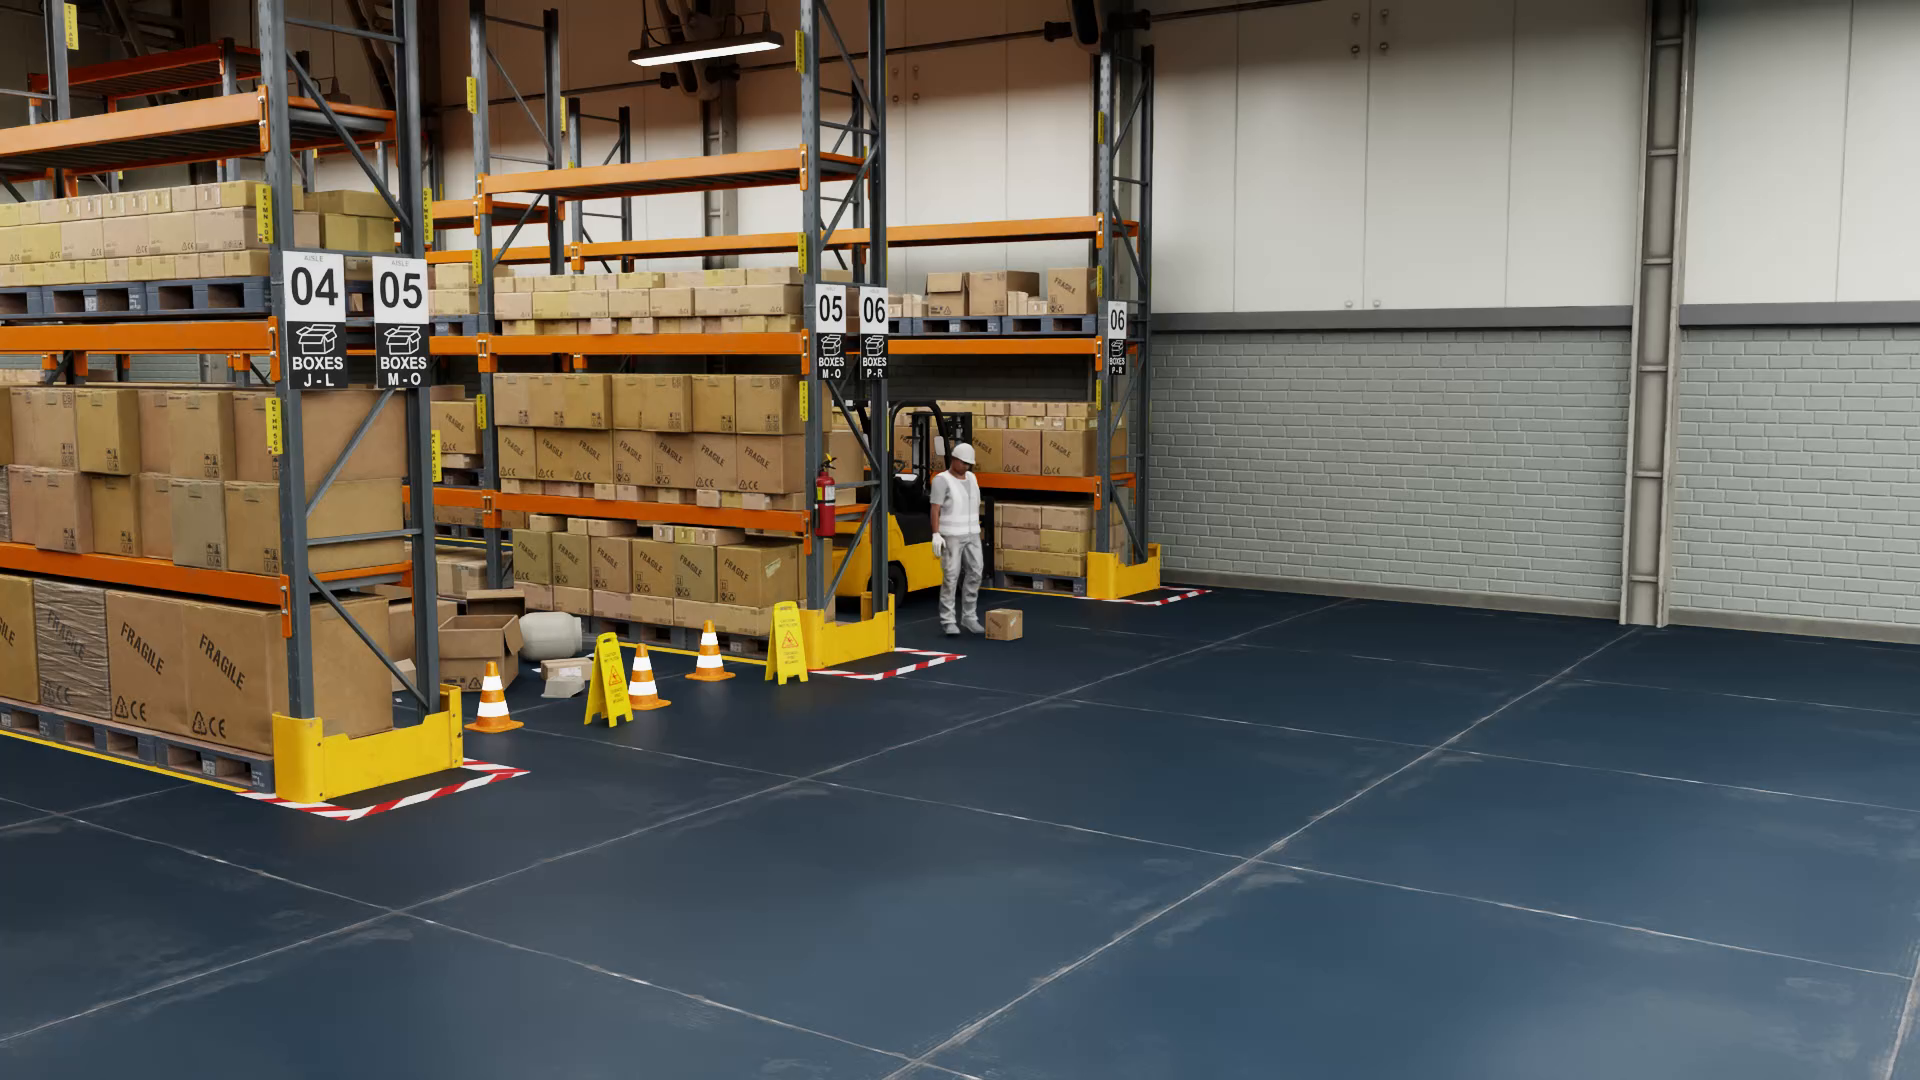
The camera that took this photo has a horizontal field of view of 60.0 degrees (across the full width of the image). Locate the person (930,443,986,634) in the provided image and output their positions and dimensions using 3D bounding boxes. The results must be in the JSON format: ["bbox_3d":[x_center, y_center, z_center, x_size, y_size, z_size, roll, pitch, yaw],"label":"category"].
[{"bbox_3d":[-0.013,-0.003,15.629,0.697,1.817,0.393,-5,8,-40],"label":"person"}]
